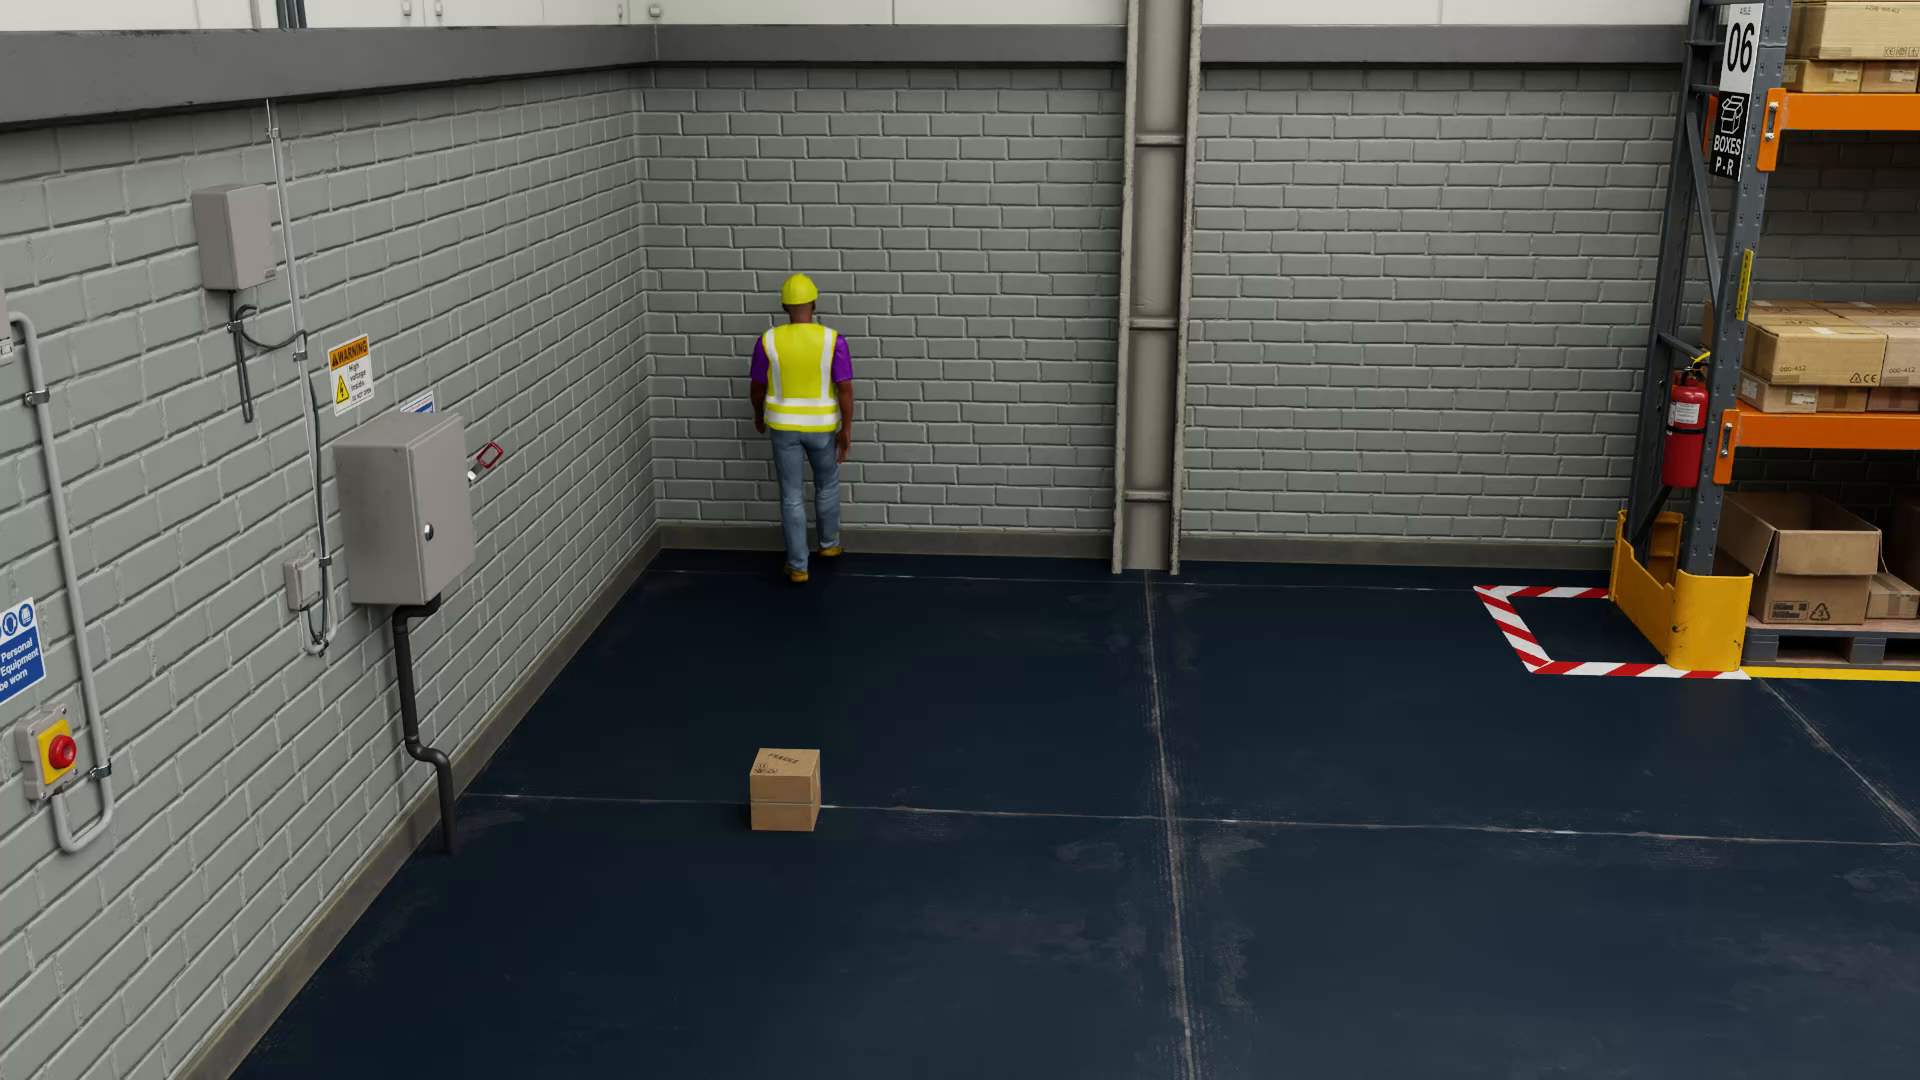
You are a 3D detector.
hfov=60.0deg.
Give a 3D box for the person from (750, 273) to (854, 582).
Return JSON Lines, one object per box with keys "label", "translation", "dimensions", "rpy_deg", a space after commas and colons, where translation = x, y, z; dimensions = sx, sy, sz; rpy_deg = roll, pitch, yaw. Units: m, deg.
{"label": "person", "translation": [-0.918, -0.674, 9.636], "dimensions": [0.578, 1.769, 0.756], "rpy_deg": [-2, 18, -7]}
